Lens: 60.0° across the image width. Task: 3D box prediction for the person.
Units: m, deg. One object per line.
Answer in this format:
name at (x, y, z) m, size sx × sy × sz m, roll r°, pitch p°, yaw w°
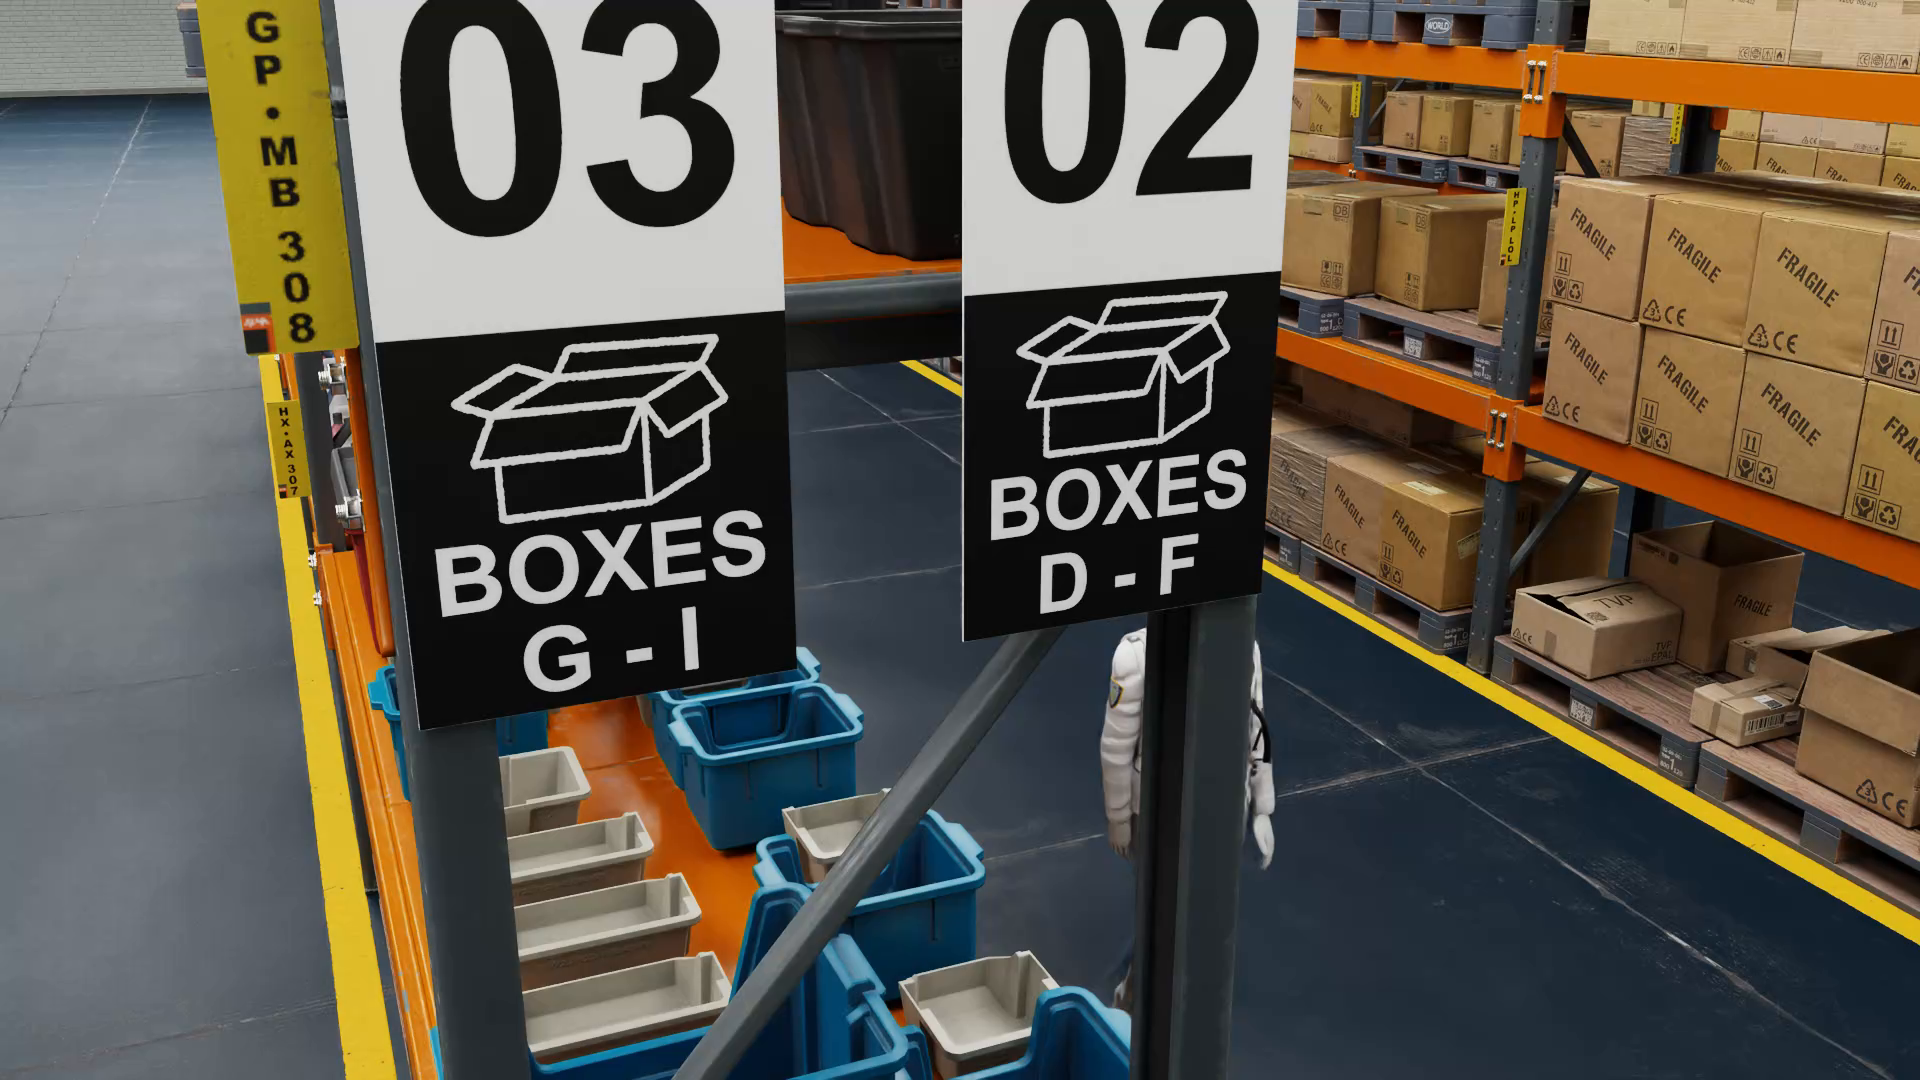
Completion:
person at (0.659, 0.787, 4.674) m, size 0.485 × 1.694 × 0.430 m, roll -7°, pitch 20°, yaw -20°
